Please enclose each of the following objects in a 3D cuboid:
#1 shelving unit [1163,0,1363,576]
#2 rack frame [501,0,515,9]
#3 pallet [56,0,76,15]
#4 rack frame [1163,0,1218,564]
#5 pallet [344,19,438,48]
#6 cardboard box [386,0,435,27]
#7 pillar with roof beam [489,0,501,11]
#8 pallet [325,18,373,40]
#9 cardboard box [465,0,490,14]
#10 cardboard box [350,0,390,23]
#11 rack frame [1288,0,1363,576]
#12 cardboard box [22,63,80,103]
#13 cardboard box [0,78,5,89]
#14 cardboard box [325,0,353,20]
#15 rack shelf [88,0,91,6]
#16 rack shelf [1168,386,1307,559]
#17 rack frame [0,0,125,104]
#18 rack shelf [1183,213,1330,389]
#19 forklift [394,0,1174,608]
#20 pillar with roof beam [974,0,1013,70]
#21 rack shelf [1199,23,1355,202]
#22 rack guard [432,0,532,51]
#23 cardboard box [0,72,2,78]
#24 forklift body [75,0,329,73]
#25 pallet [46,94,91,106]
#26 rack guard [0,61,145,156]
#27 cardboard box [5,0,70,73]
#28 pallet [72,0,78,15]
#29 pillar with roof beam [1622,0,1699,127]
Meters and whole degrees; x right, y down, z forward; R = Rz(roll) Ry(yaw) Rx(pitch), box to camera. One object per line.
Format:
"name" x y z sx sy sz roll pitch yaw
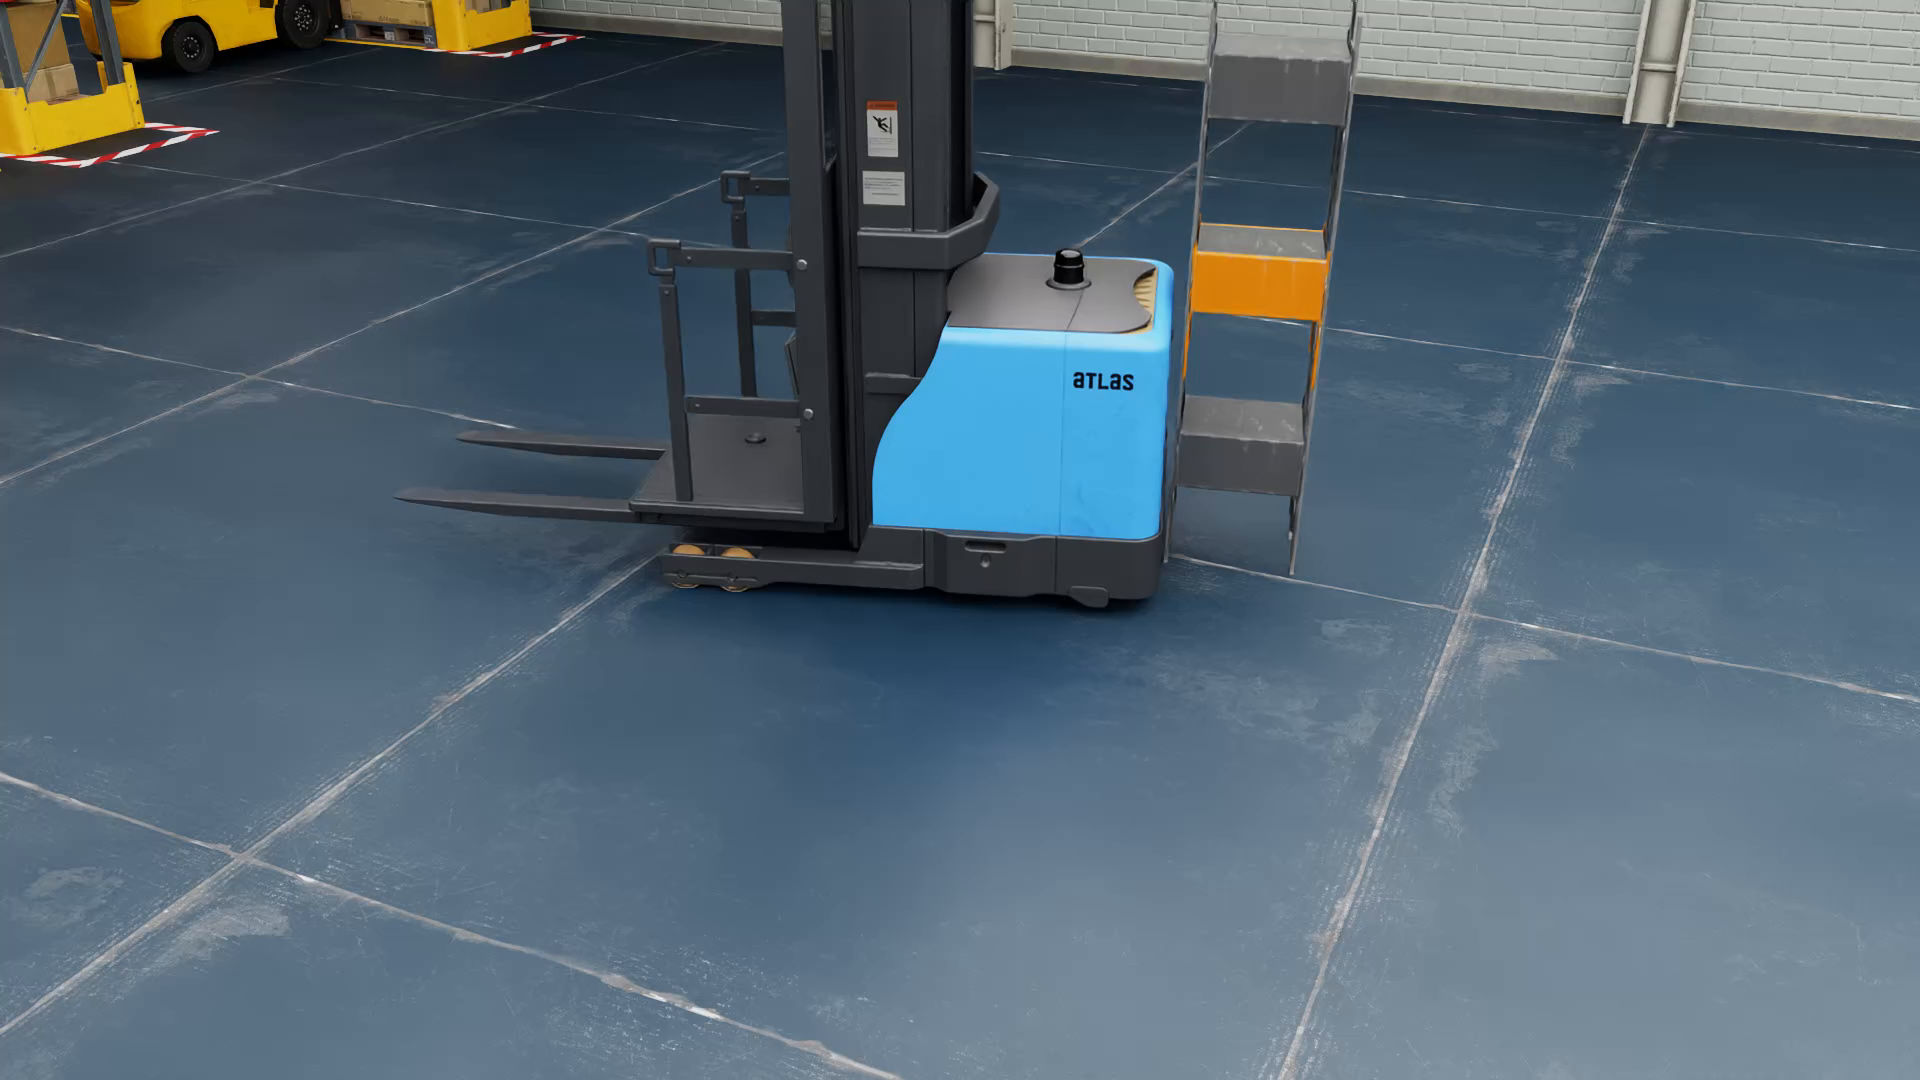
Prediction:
"shelving unit" 1.103 -0.911 6.210 0.503 2.100 0.431 5 27 8
"rack frame" -4.939 -6.526 16.610 0.127 3.000 1.000 11 28 22
"pallet" -10.382 -6.348 19.405 1.213 0.211 1.003 11 28 22
"rack frame" 0.863 -0.933 6.243 0.015 2.100 0.400 5 27 8
"pallet" -5.653 -5.398 17.476 1.213 0.211 1.003 11 28 22
"cardboard box" -5.498 -5.440 17.041 0.500 0.250 0.500 12 28 22
"pillar with roof beam" -6.982 -7.977 12.764 0.400 9.000 9.100 11 28 22
"pallet" -6.759 -5.622 17.930 1.213 0.211 1.003 11 28 22
"cardboard box" -5.305 -5.650 17.467 0.500 0.250 0.500 11 28 22
"cardboard box" -5.947 -5.535 17.233 0.500 0.250 0.500 11 28 22
"rack frame" 1.344 -0.888 6.176 0.015 2.100 0.400 5 27 8
"cardboard box" -7.610 -3.743 13.595 0.500 0.250 0.500 11 28 21
"cardboard box" -7.860 -3.529 13.159 0.500 0.250 0.500 11 28 22
"cardboard box" -6.398 -5.630 17.427 0.500 0.250 0.500 12 29 22
"rack shelf" -8.811 -4.573 13.456 4.000 0.370 1.077 11 28 22
"rack shelf" 1.088 -0.272 6.527 0.480 0.518 0.431 5 27 8
"rack frame" -6.991 -4.530 12.555 0.127 3.000 1.000 11 28 22
"rack shelf" 1.103 -0.898 6.216 0.480 0.518 0.431 5 27 8
"forklift" -0.703 -1.342 6.158 3.031 2.935 1.130 3 26 7
"pillar with roof beam" -1.520 -6.880 10.535 0.400 9.000 9.100 11 28 22
"rack shelf" 1.119 -1.525 5.905 0.480 0.518 0.431 5 27 8
"rack guard" -4.917 -5.401 17.153 0.348 0.500 1.175 11 28 22
"cardboard box" -7.828 -3.863 12.988 0.500 0.500 0.500 12 28 22
"forklift body" -7.421 -5.759 16.012 1.214 2.155 2.313 11 28 22
"pallet" -7.785 -3.455 13.529 1.213 0.211 1.003 11 28 22
"rack guard" -7.060 -3.422 13.135 0.348 0.500 1.175 11 28 22
"cardboard box" -7.632 -4.084 13.437 0.500 0.500 0.500 10 28 20
"pallet" -9.267 -6.126 18.953 1.213 0.211 1.003 11 28 22
"pillar with roof beam" 3.942 -5.782 8.307 0.400 9.000 9.100 11 28 22
